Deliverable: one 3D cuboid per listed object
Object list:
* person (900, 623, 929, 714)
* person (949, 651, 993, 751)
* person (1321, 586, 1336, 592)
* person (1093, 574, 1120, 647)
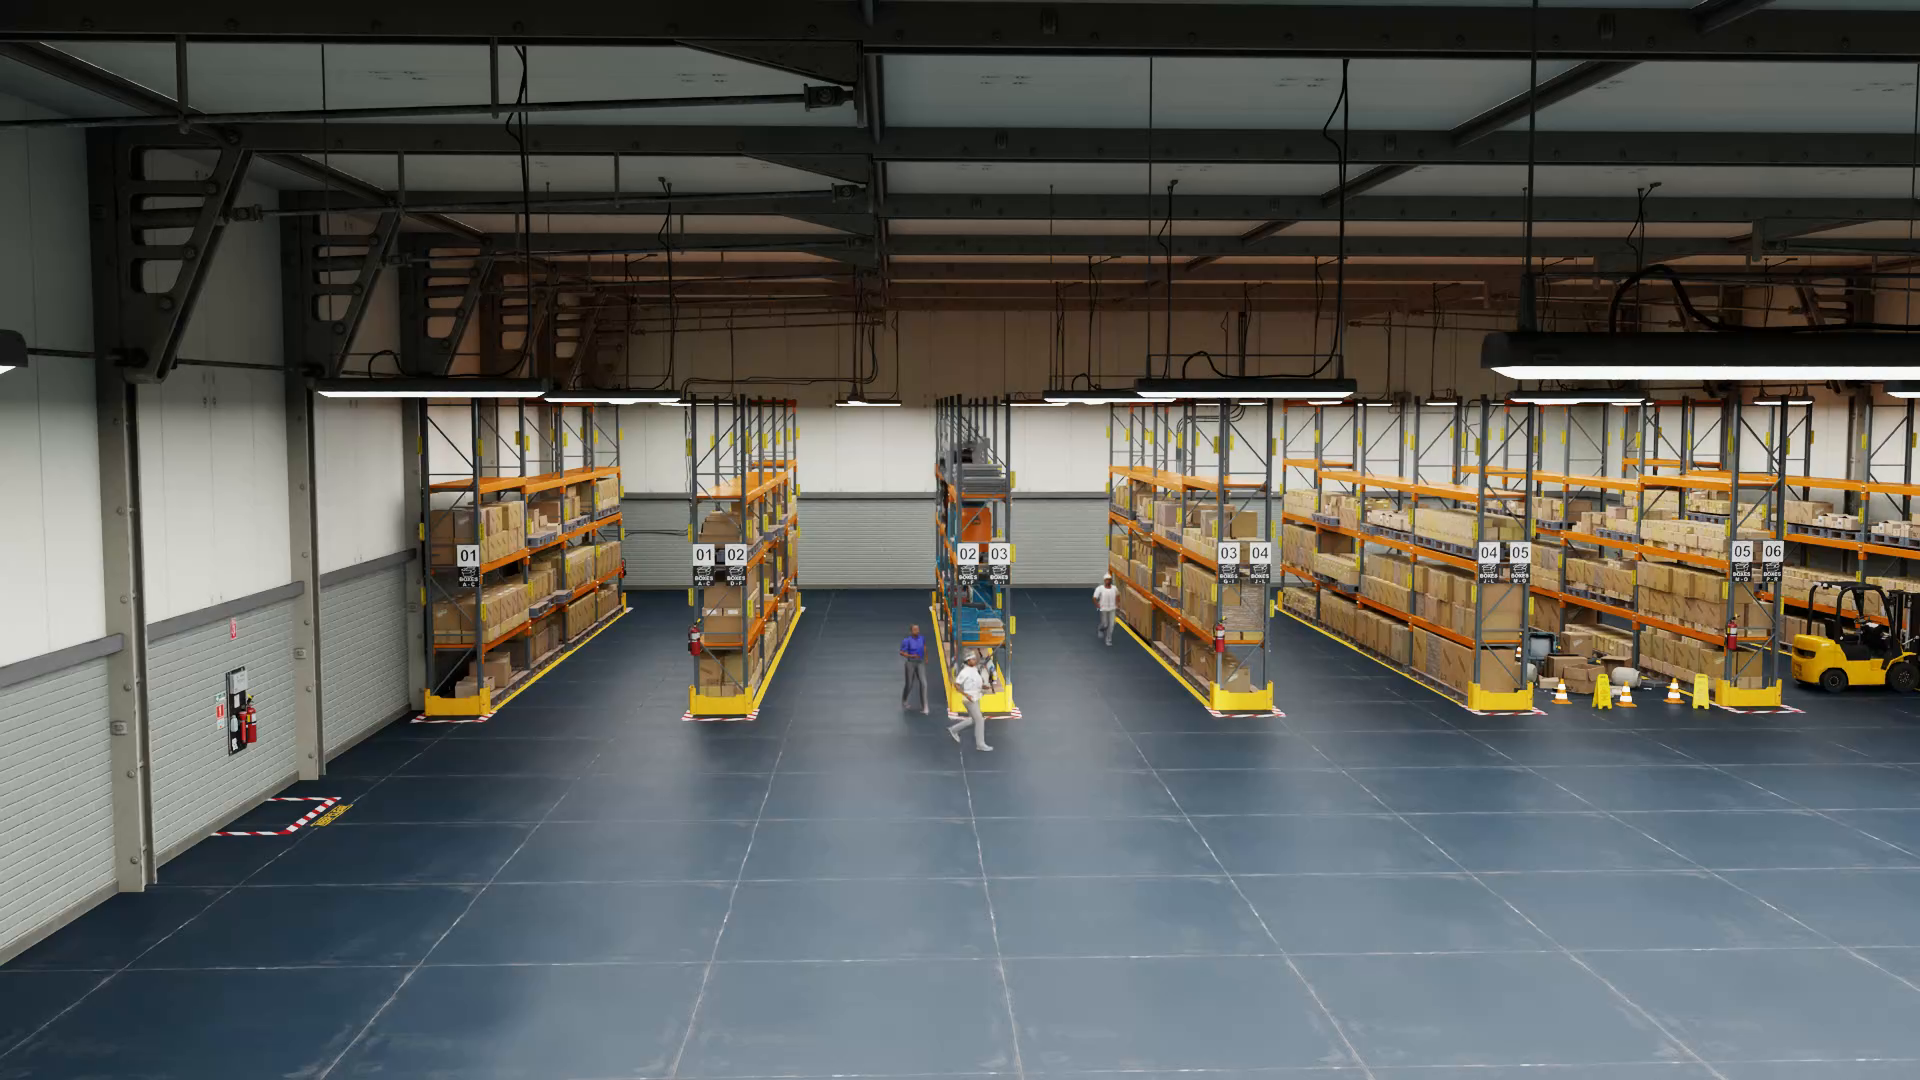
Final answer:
[{"bbox_3d":[-0.875,2.433,31.478,0.603,1.710,0.776,-2,5,-24],"label":"person"},{"bbox_3d":[0.167,2.684,27.935,0.851,1.669,0.588,2,5,23],"label":"person"},{"bbox_3d":[10.689,1.011,48.776,0.782,1.744,0.660,0,5,-6],"label":"person"},{"bbox_3d":[3.582,1.688,40.371,0.699,1.737,0.758,-1,5,-10],"label":"person"}]
